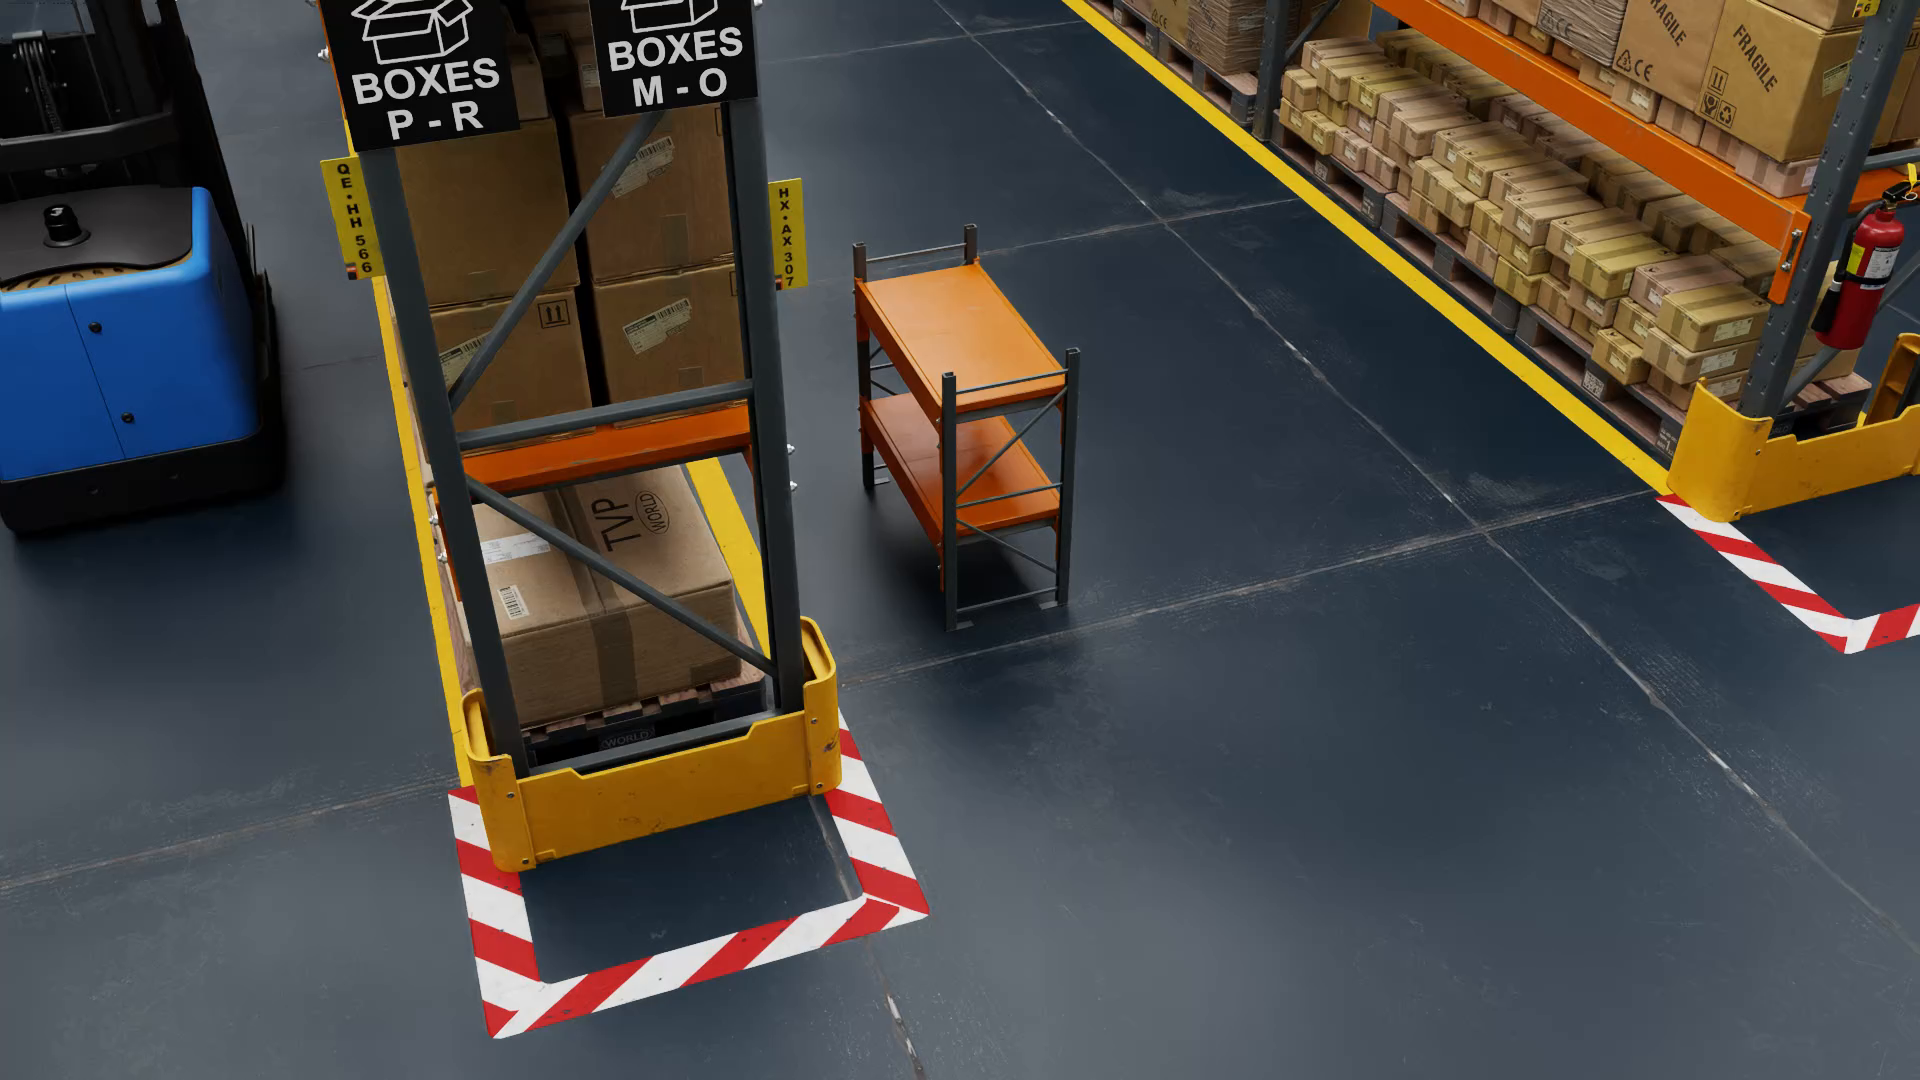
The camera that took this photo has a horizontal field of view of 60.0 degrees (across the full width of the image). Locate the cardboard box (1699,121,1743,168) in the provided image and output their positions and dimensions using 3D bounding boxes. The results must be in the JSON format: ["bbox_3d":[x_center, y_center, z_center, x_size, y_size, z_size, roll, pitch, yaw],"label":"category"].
[{"bbox_3d":[3.186,-1.606,6.598,0.380,0.149,0.250,-13,39,-16],"label":"cardboard box"}]

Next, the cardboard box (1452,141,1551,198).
[{"bbox_3d":[2.675,-1.833,8.216,0.380,0.149,0.250,-12,39,-16],"label":"cardboard box"}]

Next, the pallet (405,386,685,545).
[{"bbox_3d":[-1.764,-0.360,7.053,1.003,0.211,1.213,-12,39,-16],"label":"pallet"}]

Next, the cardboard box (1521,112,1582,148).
[{"bbox_3d":[3.122,-2.090,8.557,0.380,0.149,0.250,-14,39,-18],"label":"cardboard box"}]

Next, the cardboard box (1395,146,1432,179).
[{"bbox_3d":[2.513,-2.001,8.686,0.380,0.149,0.250,-11,38,-14],"label":"cardboard box"}]

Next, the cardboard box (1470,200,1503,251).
[{"bbox_3d":[2.722,-1.551,8.089,0.380,0.149,0.250,-11,38,-14],"label":"cardboard box"}]

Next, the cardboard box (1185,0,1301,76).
[{"bbox_3d":[1.746,-3.227,10.270,0.500,0.500,0.500,-13,39,-17],"label":"cardboard box"}]

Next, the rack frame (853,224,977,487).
[{"bbox_3d":[-0.173,-0.733,6.788,0.500,1.125,0.032,-12,39,-16],"label":"rack frame"}]

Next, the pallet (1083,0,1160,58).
[{"bbox_3d":[1.544,-3.708,11.497,1.003,0.211,1.213,-12,39,-16],"label":"pallet"}]

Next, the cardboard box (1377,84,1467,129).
[{"bbox_3d":[2.445,-2.278,8.807,0.380,0.149,0.250,-13,39,-17],"label":"cardboard box"}]

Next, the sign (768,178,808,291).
[{"bbox_3d":[-0.476,-0.839,4.586,0.100,0.325,0.005,-12,39,-16],"label":"sign"}]

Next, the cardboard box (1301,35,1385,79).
[{"bbox_3d":[2.161,-2.721,9.395,0.380,0.149,0.250,-11,38,-14],"label":"cardboard box"}]

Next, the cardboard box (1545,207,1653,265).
[{"bbox_3d":[2.923,-1.379,7.613,0.380,0.149,0.250,-14,39,-18],"label":"cardboard box"}]

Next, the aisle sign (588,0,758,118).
[{"bbox_3d":[-0.702,-1.408,3.965,0.394,0.787,0.004,-12,39,-16],"label":"aisle sign"}]

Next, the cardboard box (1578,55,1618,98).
[{"bbox_3d":[2.913,-2.039,7.172,0.380,0.149,0.250,-14,39,-18],"label":"cardboard box"}]

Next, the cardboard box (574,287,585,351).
[{"bbox_3d":[-1.095,-1.001,5.502,0.500,0.500,0.500,-13,39,-17],"label":"cardboard box"}]

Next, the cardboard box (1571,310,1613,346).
[{"bbox_3d":[3.043,-1.007,7.614,0.380,0.149,0.250,-13,39,-16],"label":"cardboard box"}]

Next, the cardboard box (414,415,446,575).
[{"bbox_3d":[-1.643,-0.362,6.518,0.875,0.438,0.875,-11,38,-15],"label":"cardboard box"}]

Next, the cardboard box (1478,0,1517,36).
[{"bbox_3d":[2.662,-2.488,7.769,0.380,0.149,0.250,-11,38,-14],"label":"cardboard box"}]

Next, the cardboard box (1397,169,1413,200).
[{"bbox_3d":[2.546,-1.891,8.788,0.380,0.149,0.250,-14,39,-18],"label":"cardboard box"}]

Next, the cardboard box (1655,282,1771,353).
[{"bbox_3d":[3.194,-0.945,7.038,0.380,0.149,0.250,-12,39,-15],"label":"cardboard box"}]

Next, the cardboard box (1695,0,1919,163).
[{"bbox_3d":[3.217,-1.792,6.305,0.500,0.500,0.500,-12,39,-15],"label":"cardboard box"}]

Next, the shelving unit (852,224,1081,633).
[{"bbox_3d":[0.002,-0.445,6.407,0.538,1.125,1.048,-12,39,-16],"label":"shelving unit"}]

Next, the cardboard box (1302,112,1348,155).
[{"bbox_3d":[2.152,-2.298,9.329,0.380,0.149,0.250,-11,38,-15],"label":"cardboard box"}]

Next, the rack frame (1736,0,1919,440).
[{"bbox_3d":[3.614,-1.432,6.158,1.000,3.000,0.127,-12,39,-16],"label":"rack frame"}]

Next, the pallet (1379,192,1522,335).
[{"bbox_3d":[2.925,-1.516,8.587,1.003,0.211,1.213,-12,39,-16],"label":"pallet"}]

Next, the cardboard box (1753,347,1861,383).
[{"bbox_3d":[3.734,-0.824,7.371,0.380,0.149,0.250,-12,39,-15],"label":"cardboard box"}]

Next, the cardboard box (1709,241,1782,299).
[{"bbox_3d":[3.545,-1.196,7.371,0.380,0.149,0.250,-12,39,-15],"label":"cardboard box"}]

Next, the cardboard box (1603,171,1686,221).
[{"bbox_3d":[3.328,-1.646,7.969,0.380,0.149,0.250,-11,38,-14],"label":"cardboard box"}]

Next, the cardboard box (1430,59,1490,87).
[{"bbox_3d":[2.822,-2.536,9.150,0.380,0.149,0.250,-13,39,-16],"label":"cardboard box"}]

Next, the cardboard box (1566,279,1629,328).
[{"bbox_3d":[2.984,-1.112,7.507,0.380,0.149,0.250,-14,39,-18],"label":"cardboard box"}]

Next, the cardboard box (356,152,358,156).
[{"bbox_3d":[-1.596,-1.302,5.071,0.500,0.500,0.500,-12,39,-16],"label":"cardboard box"}]

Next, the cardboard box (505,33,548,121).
[{"bbox_3d":[-1.311,-1.210,4.410,0.380,0.149,0.250,-12,39,-15],"label":"cardboard box"}]

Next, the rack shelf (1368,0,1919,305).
[{"bbox_3d":[2.925,-2.275,7.875,1.077,0.370,4.000,-12,39,-16],"label":"rack shelf"}]

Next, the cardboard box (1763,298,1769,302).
[{"bbox_3d":[3.633,-1.096,7.485,0.380,0.149,0.250,-13,39,-16],"label":"cardboard box"}]

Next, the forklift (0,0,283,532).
[{"bbox_3d":[-3.864,-2.091,7.090,1.130,2.935,3.031,-13,39,-16],"label":"forklift"}]

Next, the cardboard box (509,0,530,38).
[{"bbox_3d":[-1.081,-1.410,5.215,0.500,0.500,0.500,-13,39,-17],"label":"cardboard box"}]

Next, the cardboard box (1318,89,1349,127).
[{"bbox_3d":[2.233,-2.444,9.275,0.380,0.149,0.250,-12,39,-16],"label":"cardboard box"}]

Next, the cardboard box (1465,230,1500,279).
[{"bbox_3d":[2.724,-1.433,8.180,0.380,0.149,0.250,-12,39,-15],"label":"cardboard box"}]

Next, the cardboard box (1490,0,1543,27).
[{"bbox_3d":[2.700,-2.652,7.447,0.500,0.500,0.500,-11,38,-14],"label":"cardboard box"}]
